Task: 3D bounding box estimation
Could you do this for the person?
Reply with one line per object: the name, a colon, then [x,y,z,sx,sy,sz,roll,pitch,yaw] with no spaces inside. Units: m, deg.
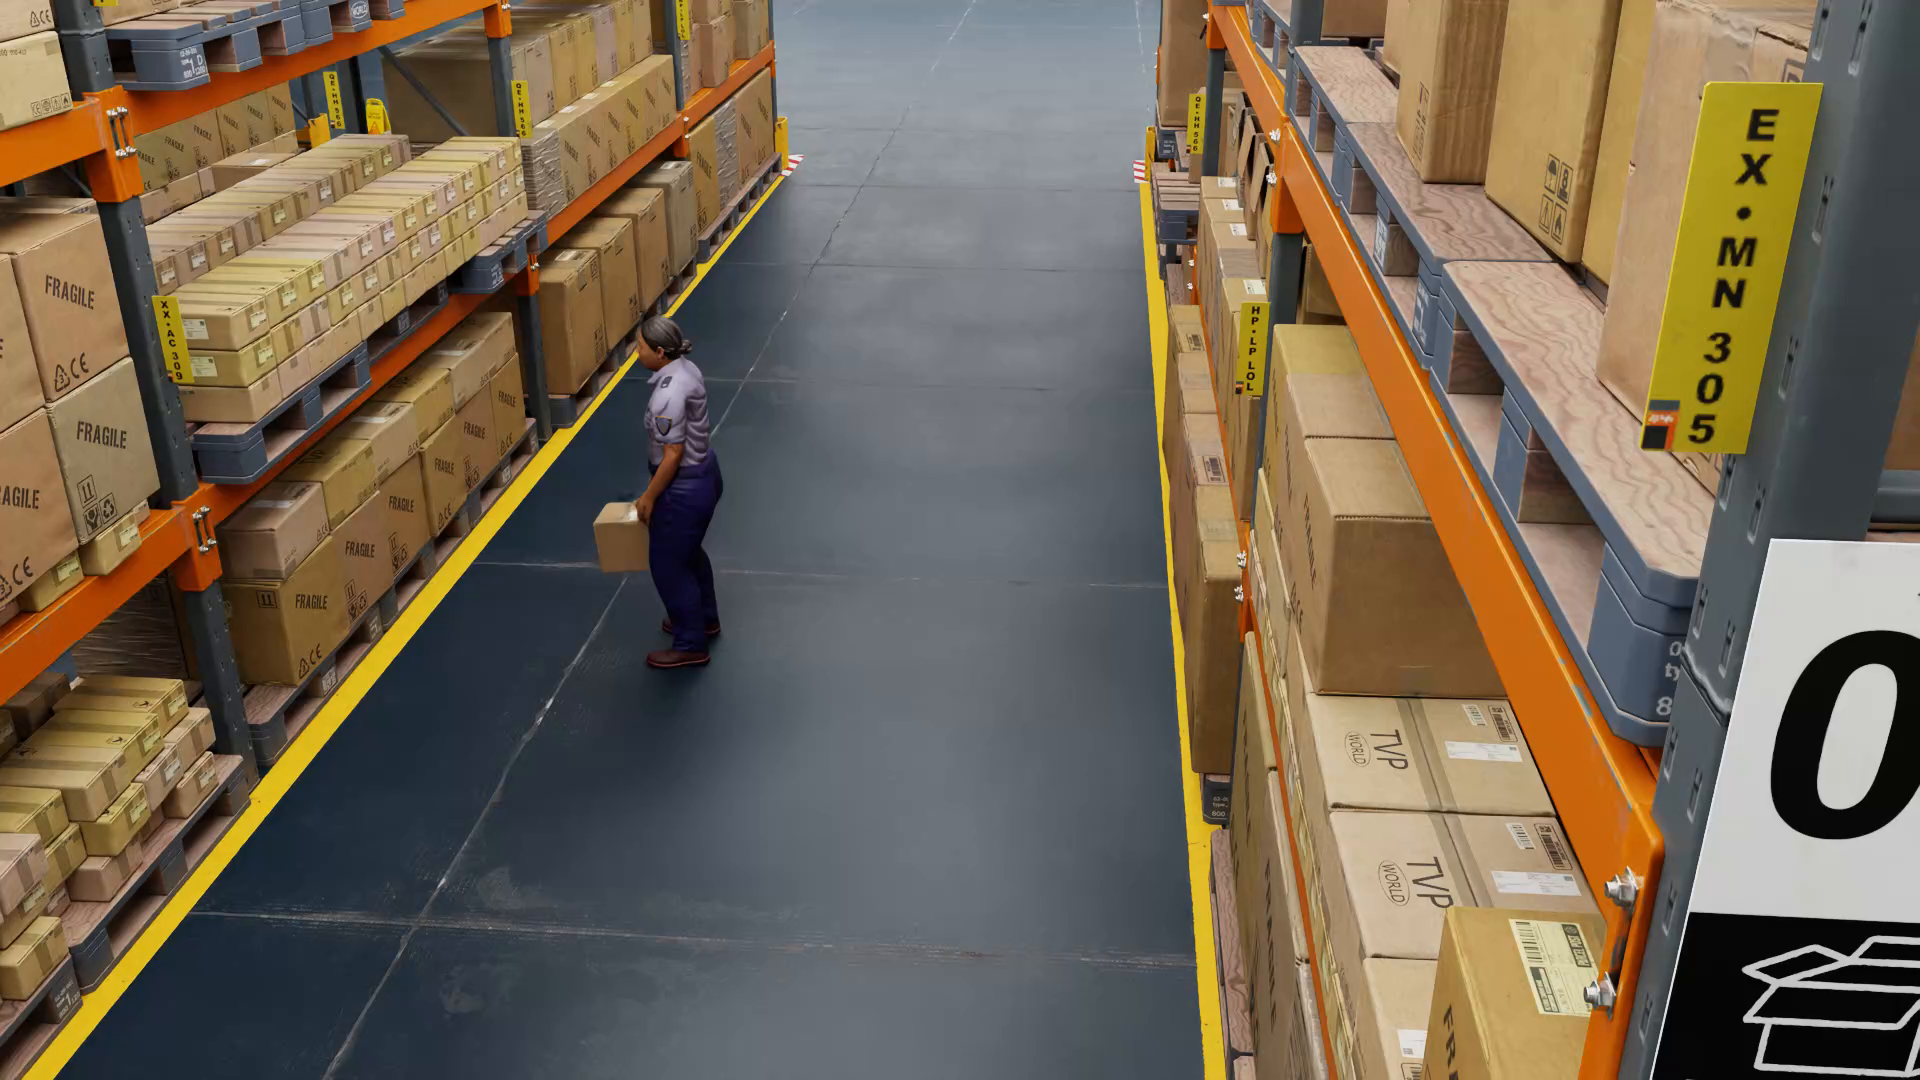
person: [-1.285,-0.232,7.614,0.370,1.656,0.522,1,25,3]
